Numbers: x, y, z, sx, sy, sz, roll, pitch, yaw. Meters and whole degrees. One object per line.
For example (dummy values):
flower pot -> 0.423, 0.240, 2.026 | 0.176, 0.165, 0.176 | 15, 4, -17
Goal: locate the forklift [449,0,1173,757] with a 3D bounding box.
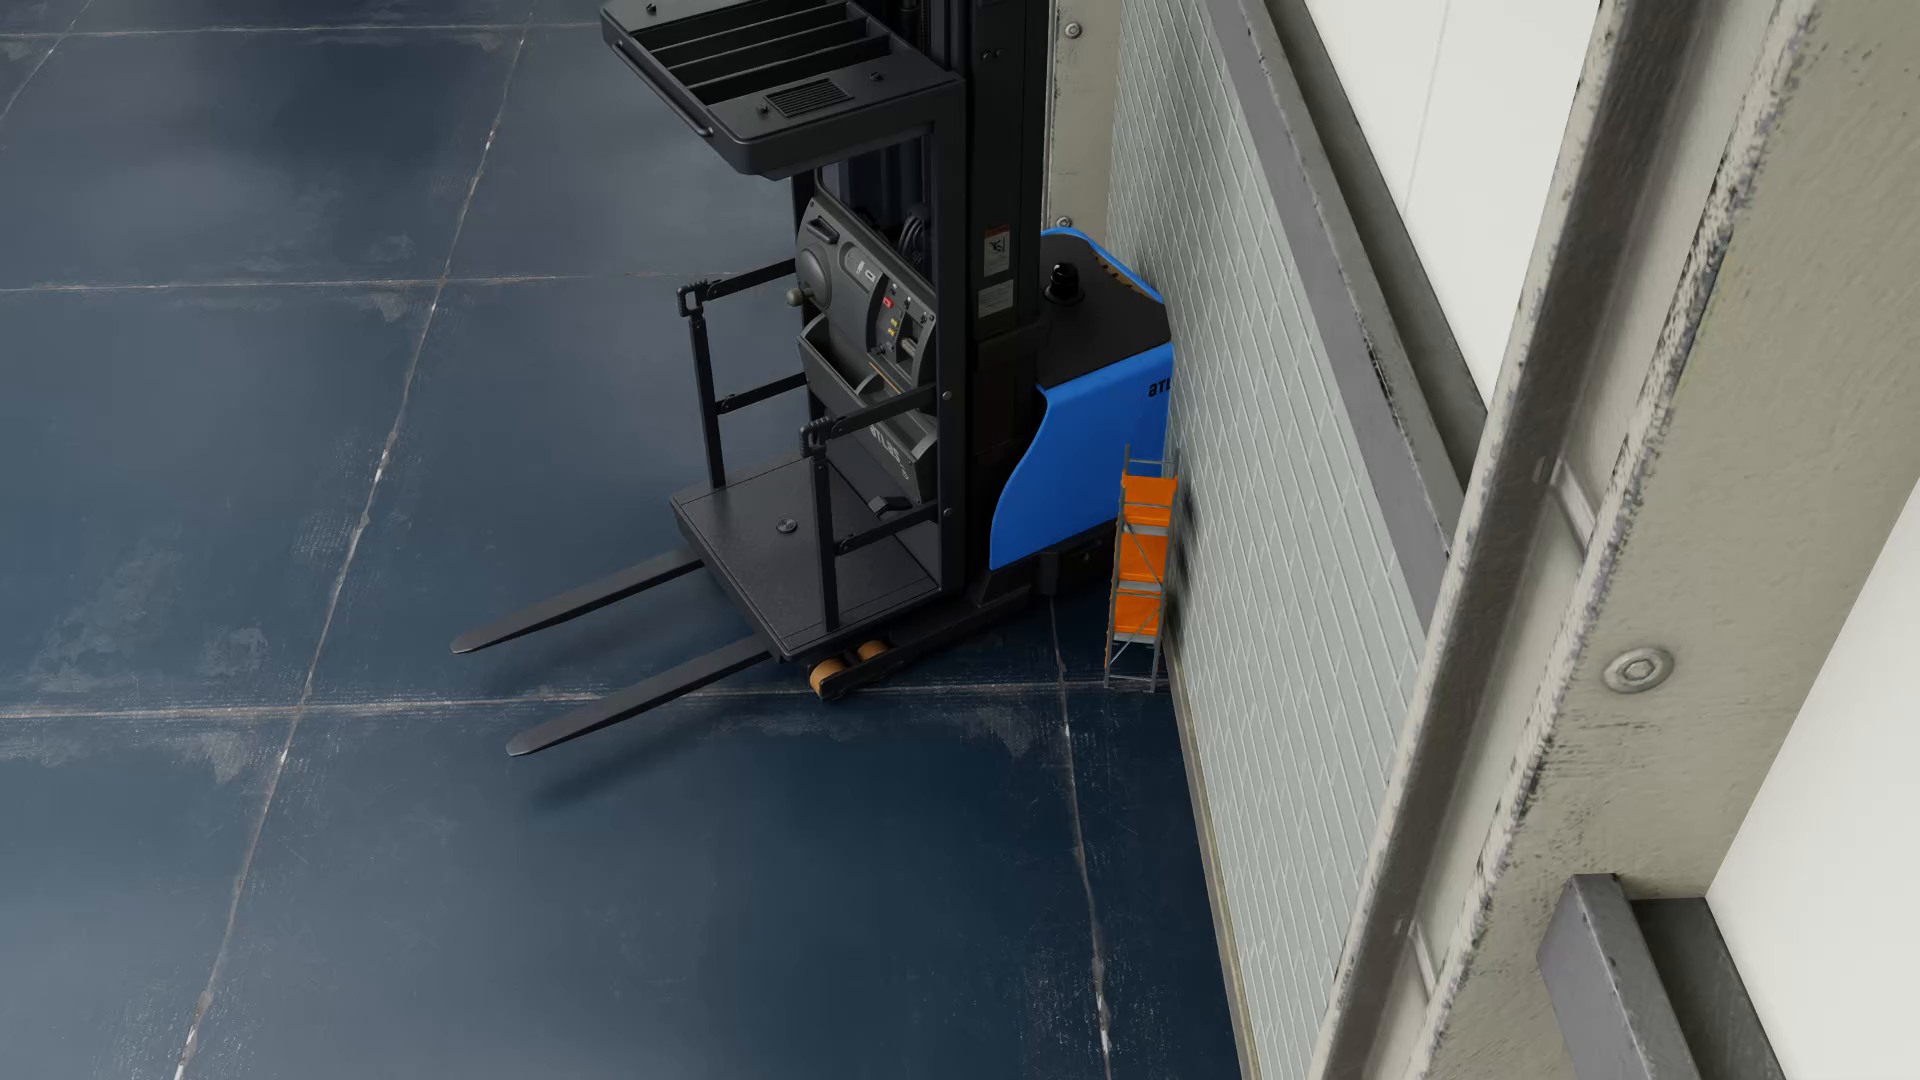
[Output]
forklift -> -0.529, -0.859, 6.018 | 3.031, 2.935, 1.130 | -23, 47, -23

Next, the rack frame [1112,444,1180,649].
rack frame -> 0.704, 0.046, 6.423 | 0.200, 1.050, 0.008 | 5, 43, 6

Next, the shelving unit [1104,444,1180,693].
shelving unit -> 0.688, 0.127, 6.334 | 0.215, 1.050, 0.252 | 5, 43, 6

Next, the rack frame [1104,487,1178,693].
rack frame -> 0.671, 0.209, 6.245 | 0.200, 1.050, 0.008 | 5, 43, 6

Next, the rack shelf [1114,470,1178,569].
rack shelf -> 0.688, -0.074, 6.150 | 0.215, 0.259, 0.240 | 5, 43, 6

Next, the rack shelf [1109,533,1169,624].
rack shelf -> 0.688, 0.135, 6.341 | 0.215, 0.259, 0.240 | 5, 43, 6

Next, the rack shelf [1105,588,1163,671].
rack shelf -> 0.688, 0.340, 6.529 | 0.215, 0.259, 0.240 | 5, 43, 6

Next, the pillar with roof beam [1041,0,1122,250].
pillar with roof beam -> -3.709, -4.657, 5.671 | 9.100, 9.000, 0.400 | -2, 43, -2
